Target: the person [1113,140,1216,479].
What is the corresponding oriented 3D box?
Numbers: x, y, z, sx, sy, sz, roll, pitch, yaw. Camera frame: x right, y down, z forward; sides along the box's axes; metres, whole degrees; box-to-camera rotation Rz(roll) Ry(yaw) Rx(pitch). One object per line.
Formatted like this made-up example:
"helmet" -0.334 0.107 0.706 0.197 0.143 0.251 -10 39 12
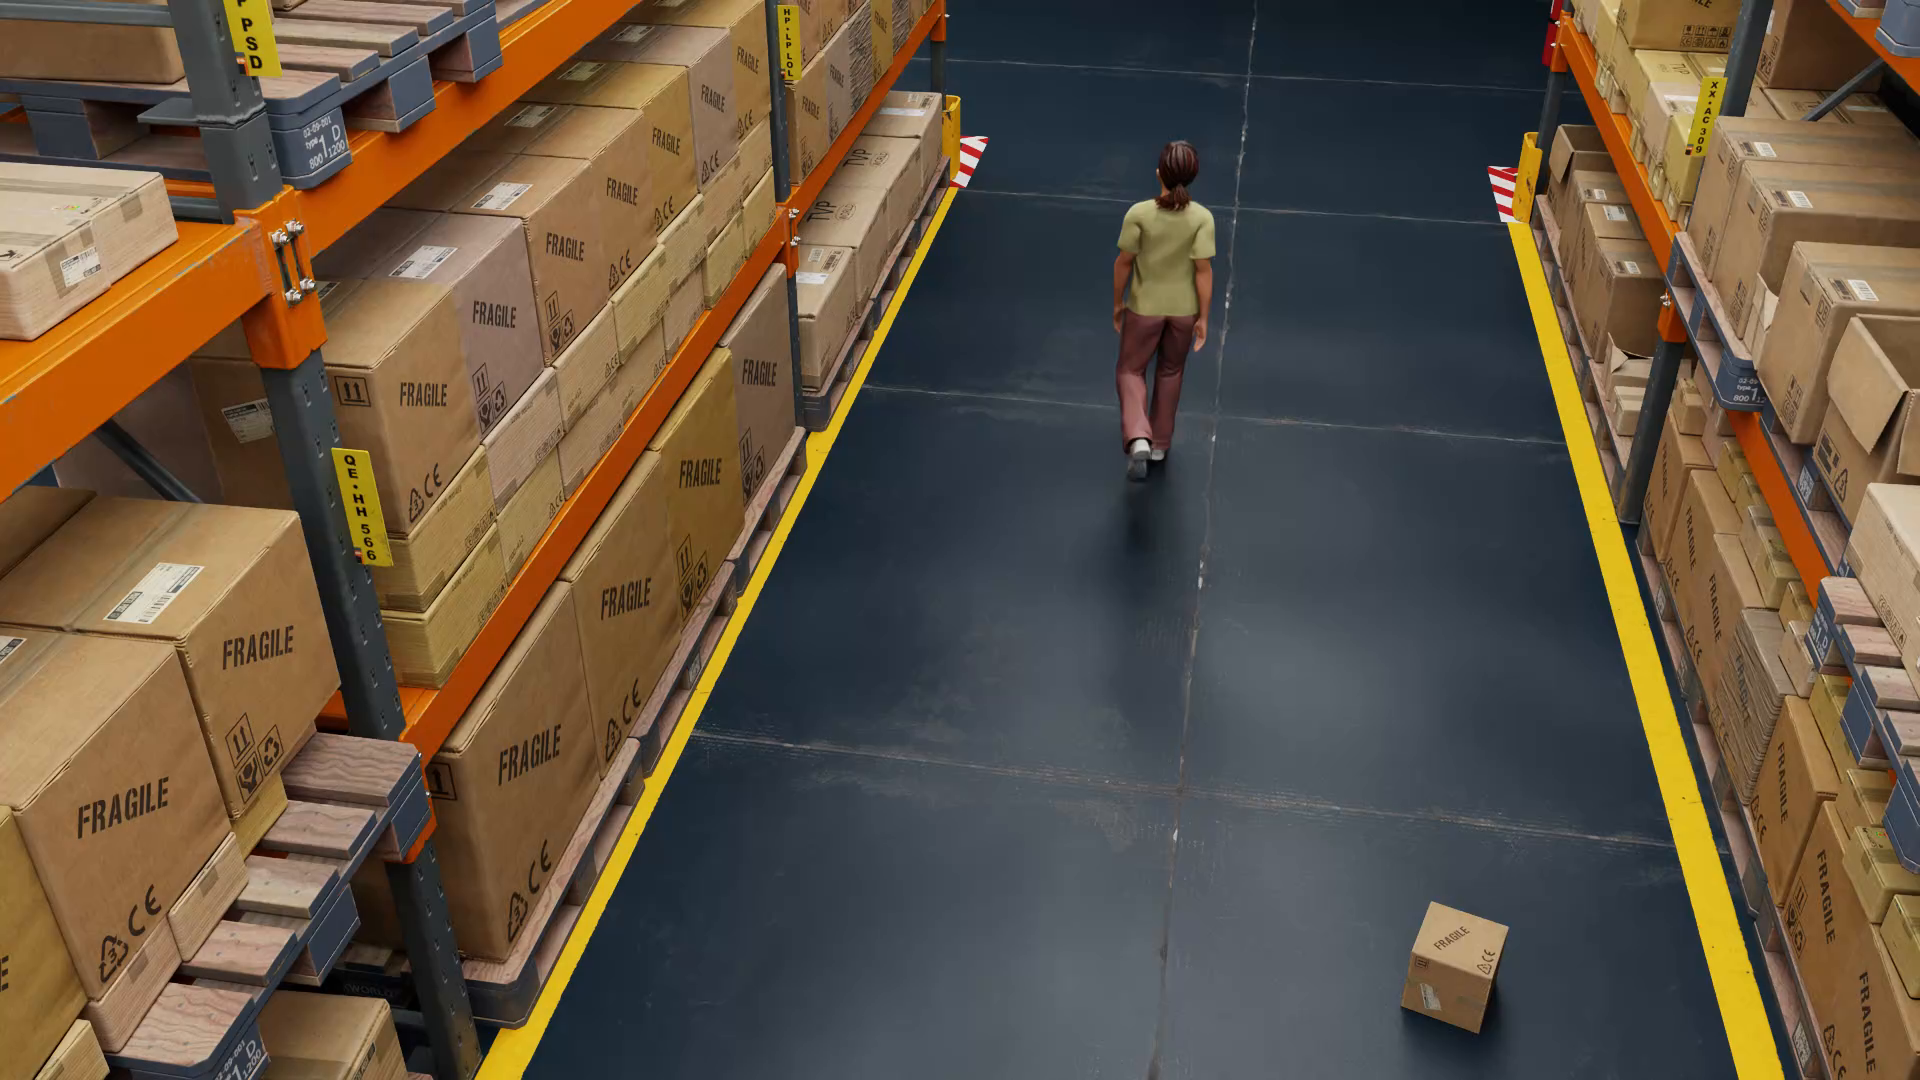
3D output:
"person" 0.936 -1.042 7.756 0.455 1.641 0.761 2 33 3
